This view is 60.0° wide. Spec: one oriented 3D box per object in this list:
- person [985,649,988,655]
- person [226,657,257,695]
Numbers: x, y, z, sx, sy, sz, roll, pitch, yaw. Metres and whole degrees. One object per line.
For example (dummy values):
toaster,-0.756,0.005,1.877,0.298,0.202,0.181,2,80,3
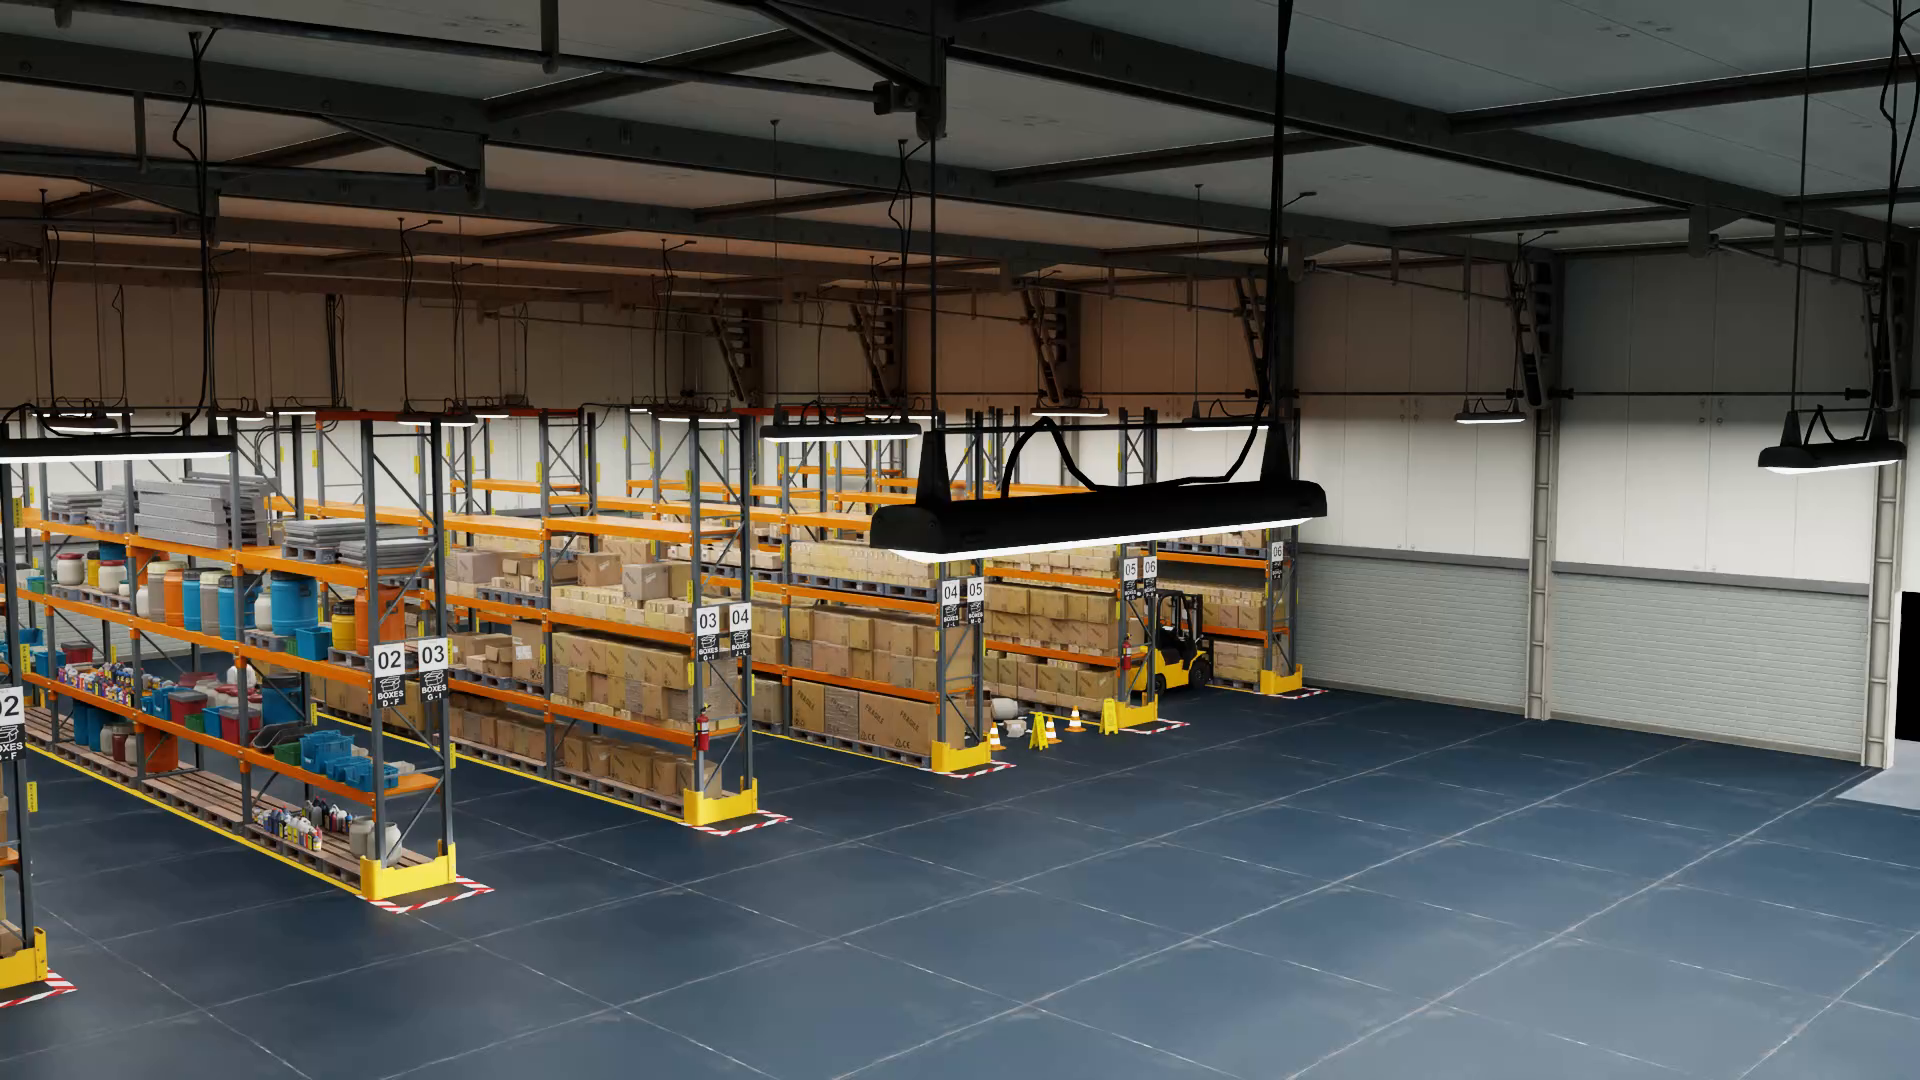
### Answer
person,0.403,2.200,37.894,0.896,1.554,0.532,3,6,33
person,-12.645,2.845,29.364,0.855,1.835,0.646,4,6,38
